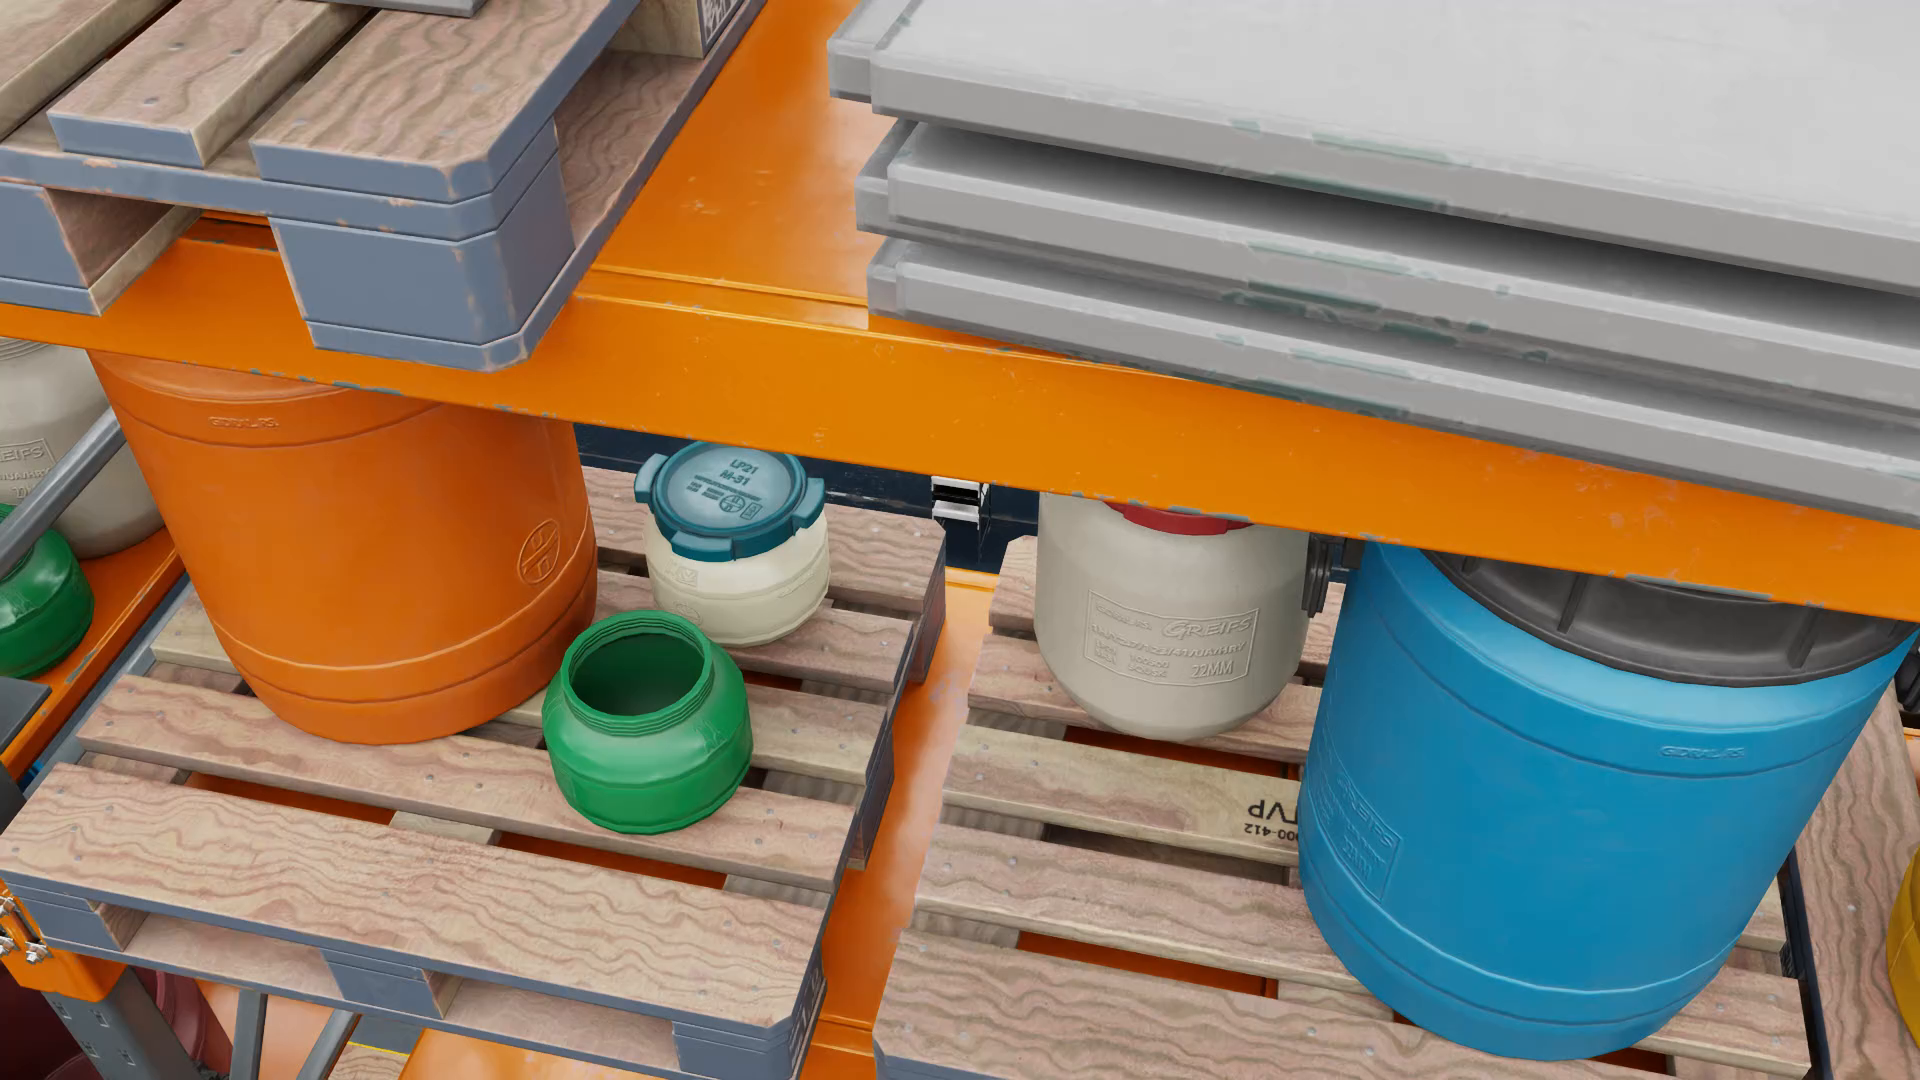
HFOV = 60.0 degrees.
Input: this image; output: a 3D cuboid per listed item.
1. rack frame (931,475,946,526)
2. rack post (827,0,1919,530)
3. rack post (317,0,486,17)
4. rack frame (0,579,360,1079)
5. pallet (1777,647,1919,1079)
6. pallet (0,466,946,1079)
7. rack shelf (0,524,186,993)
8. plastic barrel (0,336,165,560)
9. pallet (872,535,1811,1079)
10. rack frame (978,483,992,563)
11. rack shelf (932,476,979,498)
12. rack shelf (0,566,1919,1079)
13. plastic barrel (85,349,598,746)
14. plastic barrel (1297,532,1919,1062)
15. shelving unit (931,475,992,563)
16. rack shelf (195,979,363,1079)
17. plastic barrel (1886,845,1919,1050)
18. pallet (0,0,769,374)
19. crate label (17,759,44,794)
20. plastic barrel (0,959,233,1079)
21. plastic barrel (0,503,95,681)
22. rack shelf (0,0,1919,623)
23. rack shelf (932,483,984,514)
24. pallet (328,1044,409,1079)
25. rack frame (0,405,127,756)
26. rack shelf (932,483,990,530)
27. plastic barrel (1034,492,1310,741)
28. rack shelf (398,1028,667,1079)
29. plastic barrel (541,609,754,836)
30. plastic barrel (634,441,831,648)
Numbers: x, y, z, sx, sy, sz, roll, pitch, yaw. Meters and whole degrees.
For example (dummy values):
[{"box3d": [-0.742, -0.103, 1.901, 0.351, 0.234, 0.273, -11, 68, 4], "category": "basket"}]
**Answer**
[{"box3d": [-0.091, -0.338, 6.913, 0.006, 0.900, 0.240, 9, 45, 9], "category": "rack frame"}, {"box3d": [0.462, -0.474, 1.574, 0.954, 0.300, 0.937, 13, 45, 13], "category": "rack post"}, {"box3d": [-0.722, -0.930, 1.742, 0.937, 0.300, 0.954, 9, 45, 9], "category": "rack post"}, {"box3d": [-1.438, 1.122, 3.881, 0.127, 3.000, 1.000, 9, 45, 9], "category": "rack frame"}, {"box3d": [1.679, 0.663, 2.332, 1.003, 0.211, 1.213, 9, 45, 9], "category": "pallet"}, {"box3d": [-0.713, 0.292, 2.717, 1.213, 0.211, 1.003, 9, 45, 9], "category": "pallet"}, {"box3d": [-3.390, -0.002, 3.405, 4.000, 0.370, 1.077, 9, 45, 9], "category": "rack shelf"}, {"box3d": [-1.674, -0.253, 3.066, 0.421, 0.512, 0.421, 0, 44, 0], "category": "plastic barrel"}, {"box3d": [0.572, 0.493, 2.508, 1.213, 0.211, 1.003, 9, 45, 9], "category": "pallet"}, {"box3d": [0.107, -0.308, 6.881, 0.006, 0.900, 0.240, 9, 45, 9], "category": "rack frame"}, {"box3d": [0.008, -0.299, 6.920, 0.200, 0.077, 0.258, 9, 45, 9], "category": "rack shelf"}, {"box3d": [0.514, 0.604, 2.776, 4.000, 0.370, 1.077, 9, 45, 9], "category": "rack shelf"}, {"box3d": [-0.885, -0.177, 2.455, 0.708, 0.830, 0.600, 9, 45, 9], "category": "plastic barrel"}, {"box3d": [0.766, 0.160, 2.053, 0.708, 0.901, 0.600, 9, 45, 9], "category": "plastic barrel"}, {"box3d": [0.008, -0.323, 6.897, 0.210, 0.900, 0.258, 9, 45, 9], "category": "shelving unit"}, {"box3d": [-3.390, 1.079, 4.445, 4.000, 0.370, 1.077, 9, 45, 9], "category": "rack shelf"}, {"box3d": [1.530, 0.427, 2.002, 0.600, 0.588, 0.600, 0, 44, 0], "category": "plastic barrel"}, {"box3d": [-0.741, -0.697, 1.870, 1.003, 0.211, 1.213, 9, 45, 9], "category": "pallet"}, {"box3d": [-2.349, 0.776, 4.215, 0.616, 0.435, 0.502, 9, 45, 9], "category": "crate label"}, {"box3d": [-1.957, 1.208, 3.694, 0.708, 0.536, 0.600, 9, 45, 9], "category": "plastic barrel"}, {"box3d": [-1.690, 0.095, 2.898, 0.294, 0.245, 0.294, 0, 44, 0], "category": "plastic barrel"}, {"box3d": [0.514, -0.333, 1.874, 4.000, 0.370, 1.077, 9, 45, 9], "category": "rack shelf"}, {"box3d": [0.008, -0.234, 6.982, 0.200, 0.077, 0.258, 9, 45, 9], "category": "rack shelf"}, {"box3d": [-2.186, 1.983, 4.997, 1.213, 0.211, 1.003, 9, 45, 9], "category": "pallet"}, {"box3d": [-1.438, -1.039, 1.801, 0.127, 3.000, 1.000, 9, 45, 9], "category": "rack frame"}, {"box3d": [0.008, -0.169, 7.045, 0.200, 0.077, 0.258, 9, 45, 9], "category": "rack shelf"}, {"box3d": [0.325, 0.008, 2.475, 0.433, 0.535, 0.433, 0, 44, 0], "category": "plastic barrel"}, {"box3d": [0.514, 1.684, 3.816, 4.000, 0.370, 1.077, 9, 45, 9], "category": "rack shelf"}, {"box3d": [-0.454, 0.262, 2.421, 0.294, 0.245, 0.294, 0, 44, 0], "category": "plastic barrel"}, {"box3d": [-0.360, 0.003, 2.678, 0.301, 0.262, 0.301, 0, 44, 0], "category": "plastic barrel"}]
